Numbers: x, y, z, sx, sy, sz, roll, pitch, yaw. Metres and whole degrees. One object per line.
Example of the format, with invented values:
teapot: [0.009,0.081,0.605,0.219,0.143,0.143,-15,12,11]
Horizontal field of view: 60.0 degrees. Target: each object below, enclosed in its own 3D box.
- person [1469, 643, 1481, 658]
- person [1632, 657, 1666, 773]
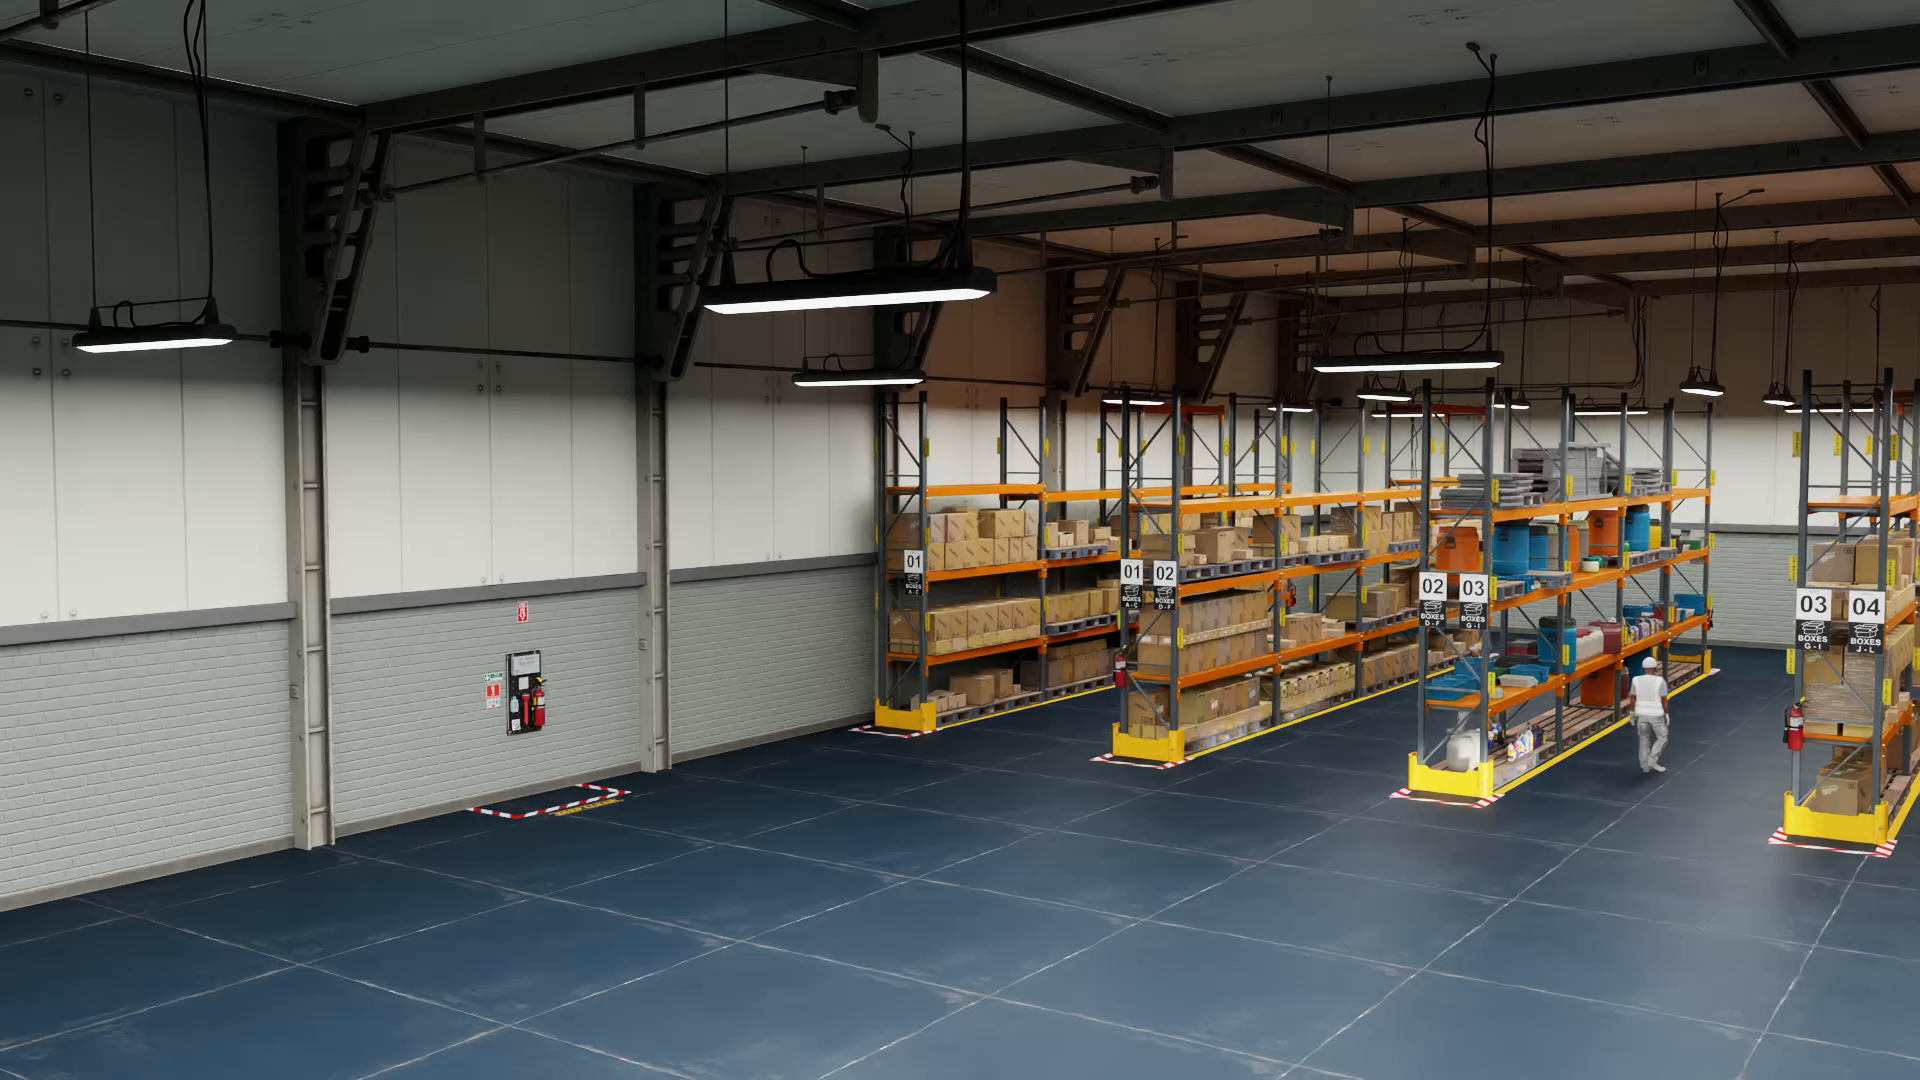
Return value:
person: [8.919,2.272,28.785,0.496,0.988,0.492,2,4,31]
person: [10.623,2.699,25.566,0.525,1.785,0.551,2,4,38]
